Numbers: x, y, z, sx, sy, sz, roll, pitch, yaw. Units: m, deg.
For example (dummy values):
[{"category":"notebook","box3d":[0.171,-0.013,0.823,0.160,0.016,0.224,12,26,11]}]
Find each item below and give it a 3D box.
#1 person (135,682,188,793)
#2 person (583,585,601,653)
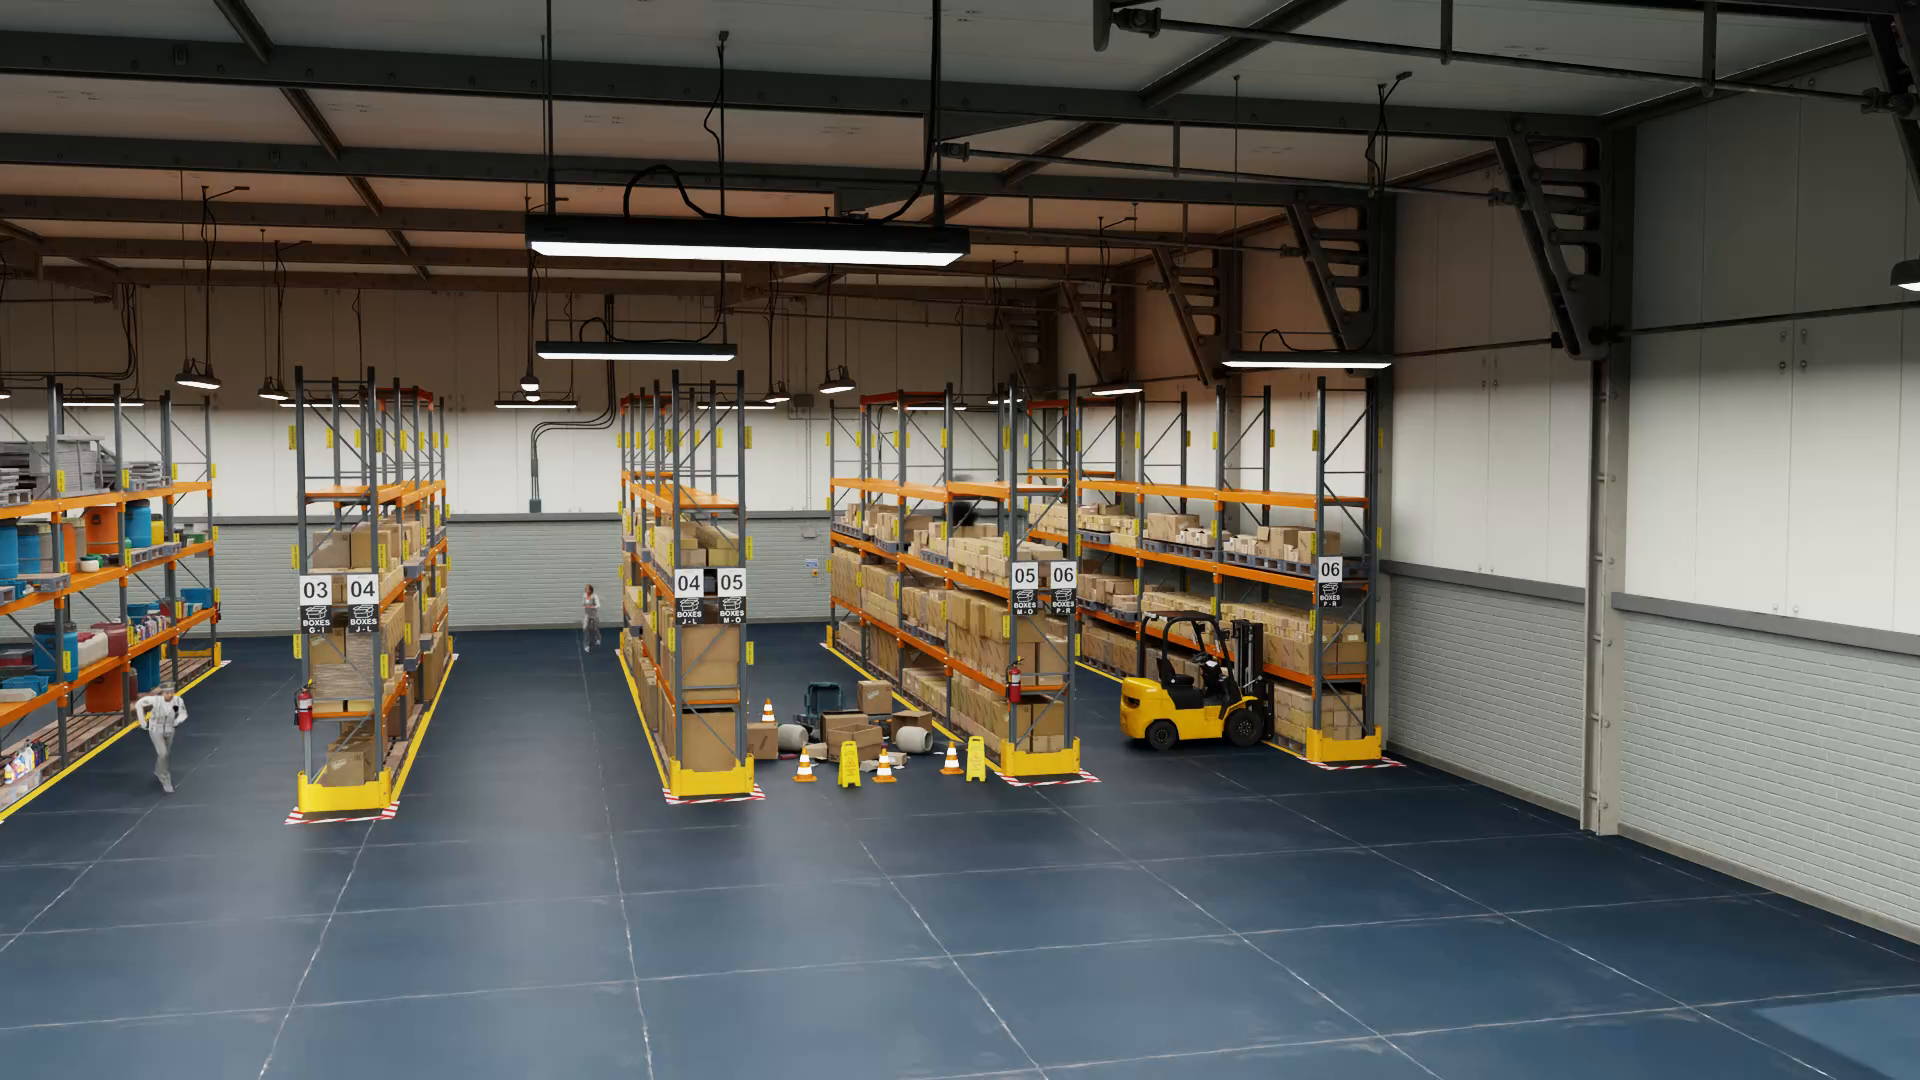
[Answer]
[{"category":"person","box3d":[-11.489,2.813,23.913,0.666,1.627,0.939,-3,4,-37]},{"category":"person","box3d":[-8.757,1.870,39.656,0.517,1.617,0.869,1,3,10]}]
